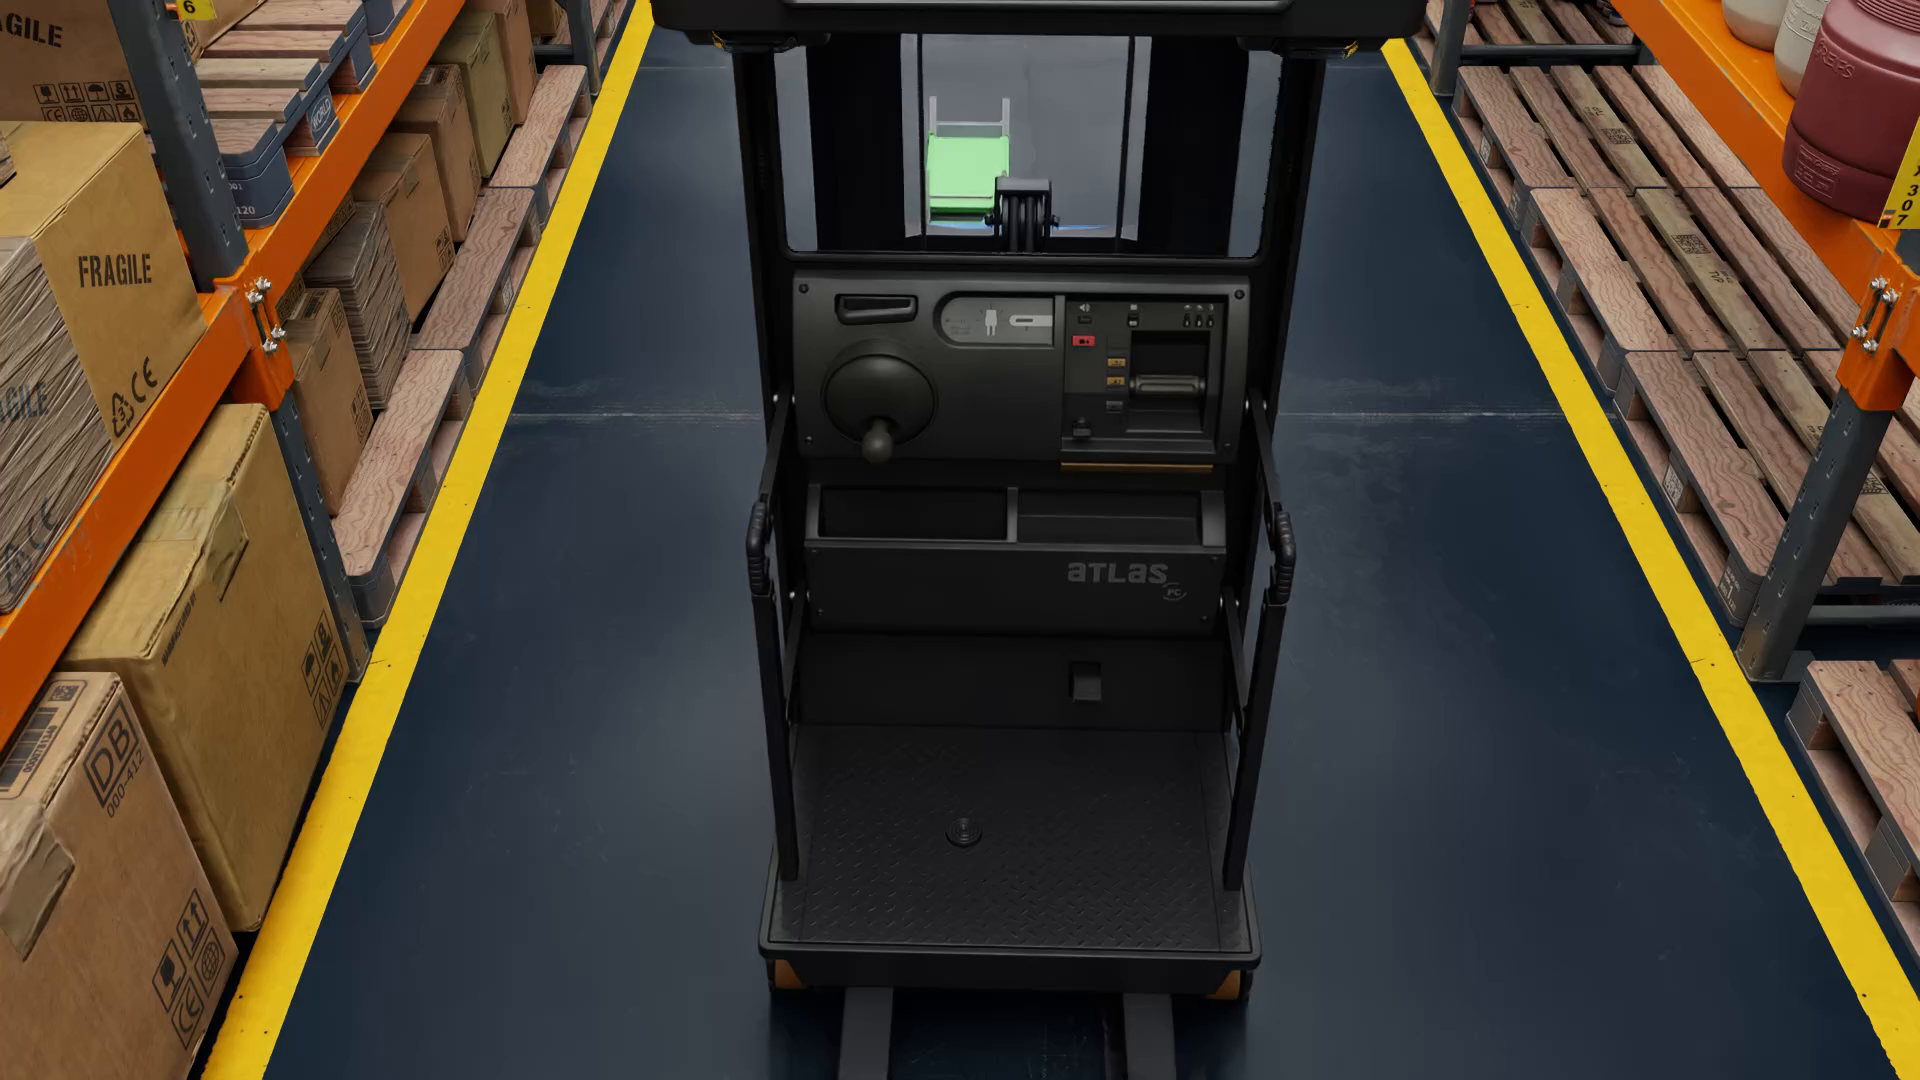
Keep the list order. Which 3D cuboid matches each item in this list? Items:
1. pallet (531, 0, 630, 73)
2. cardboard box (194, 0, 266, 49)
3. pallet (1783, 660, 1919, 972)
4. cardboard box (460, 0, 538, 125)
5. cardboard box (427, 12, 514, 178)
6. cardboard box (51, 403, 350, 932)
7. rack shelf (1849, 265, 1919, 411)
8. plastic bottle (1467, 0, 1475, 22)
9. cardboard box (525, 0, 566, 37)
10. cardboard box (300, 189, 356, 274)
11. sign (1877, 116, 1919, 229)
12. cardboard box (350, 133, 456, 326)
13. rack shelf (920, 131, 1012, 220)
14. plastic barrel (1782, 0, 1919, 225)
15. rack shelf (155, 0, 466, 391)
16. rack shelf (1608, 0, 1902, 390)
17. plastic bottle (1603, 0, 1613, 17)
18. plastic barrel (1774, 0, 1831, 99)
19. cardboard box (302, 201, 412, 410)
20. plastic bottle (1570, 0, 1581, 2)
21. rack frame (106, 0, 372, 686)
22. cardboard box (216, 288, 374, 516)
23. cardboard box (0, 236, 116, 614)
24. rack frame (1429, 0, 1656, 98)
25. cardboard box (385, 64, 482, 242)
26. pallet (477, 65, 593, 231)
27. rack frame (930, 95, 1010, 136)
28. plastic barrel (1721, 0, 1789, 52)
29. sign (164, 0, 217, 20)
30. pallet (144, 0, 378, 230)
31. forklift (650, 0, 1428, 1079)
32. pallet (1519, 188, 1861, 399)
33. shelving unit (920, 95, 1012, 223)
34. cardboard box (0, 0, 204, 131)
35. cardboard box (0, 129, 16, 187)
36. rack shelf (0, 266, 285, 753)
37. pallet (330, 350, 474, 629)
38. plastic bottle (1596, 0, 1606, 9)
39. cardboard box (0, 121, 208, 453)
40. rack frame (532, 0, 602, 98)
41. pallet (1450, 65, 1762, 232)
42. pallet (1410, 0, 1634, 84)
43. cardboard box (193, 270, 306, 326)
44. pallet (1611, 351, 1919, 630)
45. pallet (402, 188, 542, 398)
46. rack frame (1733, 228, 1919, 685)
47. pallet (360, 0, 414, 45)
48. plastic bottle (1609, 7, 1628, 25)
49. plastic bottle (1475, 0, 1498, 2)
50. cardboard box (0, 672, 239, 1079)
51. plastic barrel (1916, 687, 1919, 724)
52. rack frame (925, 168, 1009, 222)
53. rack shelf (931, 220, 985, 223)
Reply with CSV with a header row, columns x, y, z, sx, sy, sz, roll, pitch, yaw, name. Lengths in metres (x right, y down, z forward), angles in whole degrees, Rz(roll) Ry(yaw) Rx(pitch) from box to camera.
x,y,z,sx,sy,sz,roll,pitch,yaw,name
-2.248,-2.627,8.359,1.003,0.211,1.213,0,39,0,pallet
-2.348,-1.683,4.536,0.700,0.500,0.500,5,39,7,cardboard box
2.789,0.784,4.103,1.003,0.211,1.213,0,39,0,pallet
-2.232,-2.107,7.128,0.700,0.500,0.500,-3,39,-4,cardboard box
-2.251,-1.809,6.756,0.700,0.500,0.500,0,39,0,cardboard box
-2.227,0.303,3.836,1.225,0.875,0.875,-2,39,-2,cardboard box
2.748,0.734,2.510,1.077,0.370,4.000,0,39,0,rack shelf
2.429,-2.605,7.988,0.097,0.201,0.097,0,39,0,plastic bottle
-2.172,-2.734,7.926,0.500,0.500,0.500,-1,39,-1,cardboard box
-2.248,-1.033,5.188,0.500,0.250,0.500,4,39,5,cardboard box
2.196,-0.856,3.789,0.100,0.325,0.005,0,39,0,sign
-2.249,-1.110,5.884,0.700,0.500,0.500,3,39,4,cardboard box
0.022,-1.037,4.920,0.258,0.148,0.480,1,39,1,rack shelf
2.443,-1.140,4.165,0.600,0.536,0.708,0,39,0,plastic barrel
-2.209,-1.764,5.627,1.077,0.370,4.000,0,39,0,rack shelf
2.744,-1.767,5.632,1.077,0.370,4.000,0,39,0,rack shelf
3.179,-2.641,8.033,0.097,0.201,0.097,0,39,0,plastic bottle
2.531,-1.484,4.614,0.421,0.512,0.421,0,39,0,plastic barrel
-2.241,-0.756,5.441,0.700,0.500,0.500,-3,39,-4,cardboard box
3.045,-2.812,8.180,0.061,0.283,0.133,0,39,0,plastic bottle
-2.207,-0.794,3.842,1.000,3.000,0.127,0,39,0,rack frame
-2.228,-0.409,5.009,0.700,0.500,0.500,-2,39,-2,cardboard box
-1.964,-0.212,3.037,0.500,0.500,0.500,0,39,0,cardboard box
2.742,-3.299,6.968,1.000,3.000,0.127,0,39,0,rack frame
-2.249,-1.459,6.319,0.700,0.500,0.500,-3,39,-4,cardboard box
-2.209,-1.720,7.228,1.003,0.211,1.213,0,39,0,pallet
0.029,-0.865,5.370,0.240,1.200,0.015,1,39,1,rack frame
2.531,-1.747,4.942,0.421,0.512,0.421,0,39,0,plastic barrel
-1.652,-1.248,3.483,0.100,0.325,0.005,0,39,0,sign
-2.314,-1.164,4.458,1.213,0.211,1.003,0,39,0,pallet
0.119,-0.273,3.247,1.130,2.935,3.031,1,39,1,forklift
2.786,-0.955,6.272,1.003,0.211,1.213,0,39,0,pallet
0.022,-0.713,5.180,0.258,1.200,0.503,1,39,1,shelving unit
-2.247,-1.334,4.100,0.500,0.500,0.500,-5,39,-6,cardboard box
-2.222,-0.767,2.926,0.797,0.503,0.637,1,39,1,cardboard box
-2.205,0.738,2.506,1.077,0.370,4.000,0,39,0,rack shelf
-2.206,-0.194,5.324,1.003,0.211,1.213,0,39,0,pallet
3.179,-2.705,8.113,0.097,0.201,0.097,0,39,0,plastic bottle
-1.958,-0.524,3.426,0.500,0.500,0.500,1,39,1,cardboard box
-2.211,-3.295,6.963,1.000,3.000,0.127,0,39,0,rack frame
2.781,-1.719,7.227,1.003,0.211,1.213,0,39,0,pallet
2.782,-2.631,8.364,1.003,0.211,1.213,0,39,0,pallet
-2.238,-0.702,4.774,0.500,0.250,0.500,1,39,2,cardboard box
2.784,-0.194,5.323,1.003,0.211,1.213,0,39,0,pallet
-2.205,-0.955,6.273,1.003,0.211,1.213,0,39,0,pallet
2.746,-0.797,3.846,1.000,3.000,0.127,0,39,0,rack frame
-2.250,-1.957,5.446,1.003,0.211,1.213,0,39,0,pallet
3.180,-2.605,7.932,0.097,0.271,0.097,0,39,0,plastic bottle
2.597,-2.839,8.161,0.144,0.351,0.185,0,39,0,plastic bottle
-2.234,0.861,3.141,1.225,0.875,0.875,0,39,0,cardboard box
2.764,0.192,4.012,0.600,0.830,0.708,0,39,0,plastic barrel
0.016,-0.560,4.990,0.240,1.200,0.015,1,39,1,rack frame
0.022,-0.850,5.070,0.258,0.148,0.480,1,39,1,rack shelf
